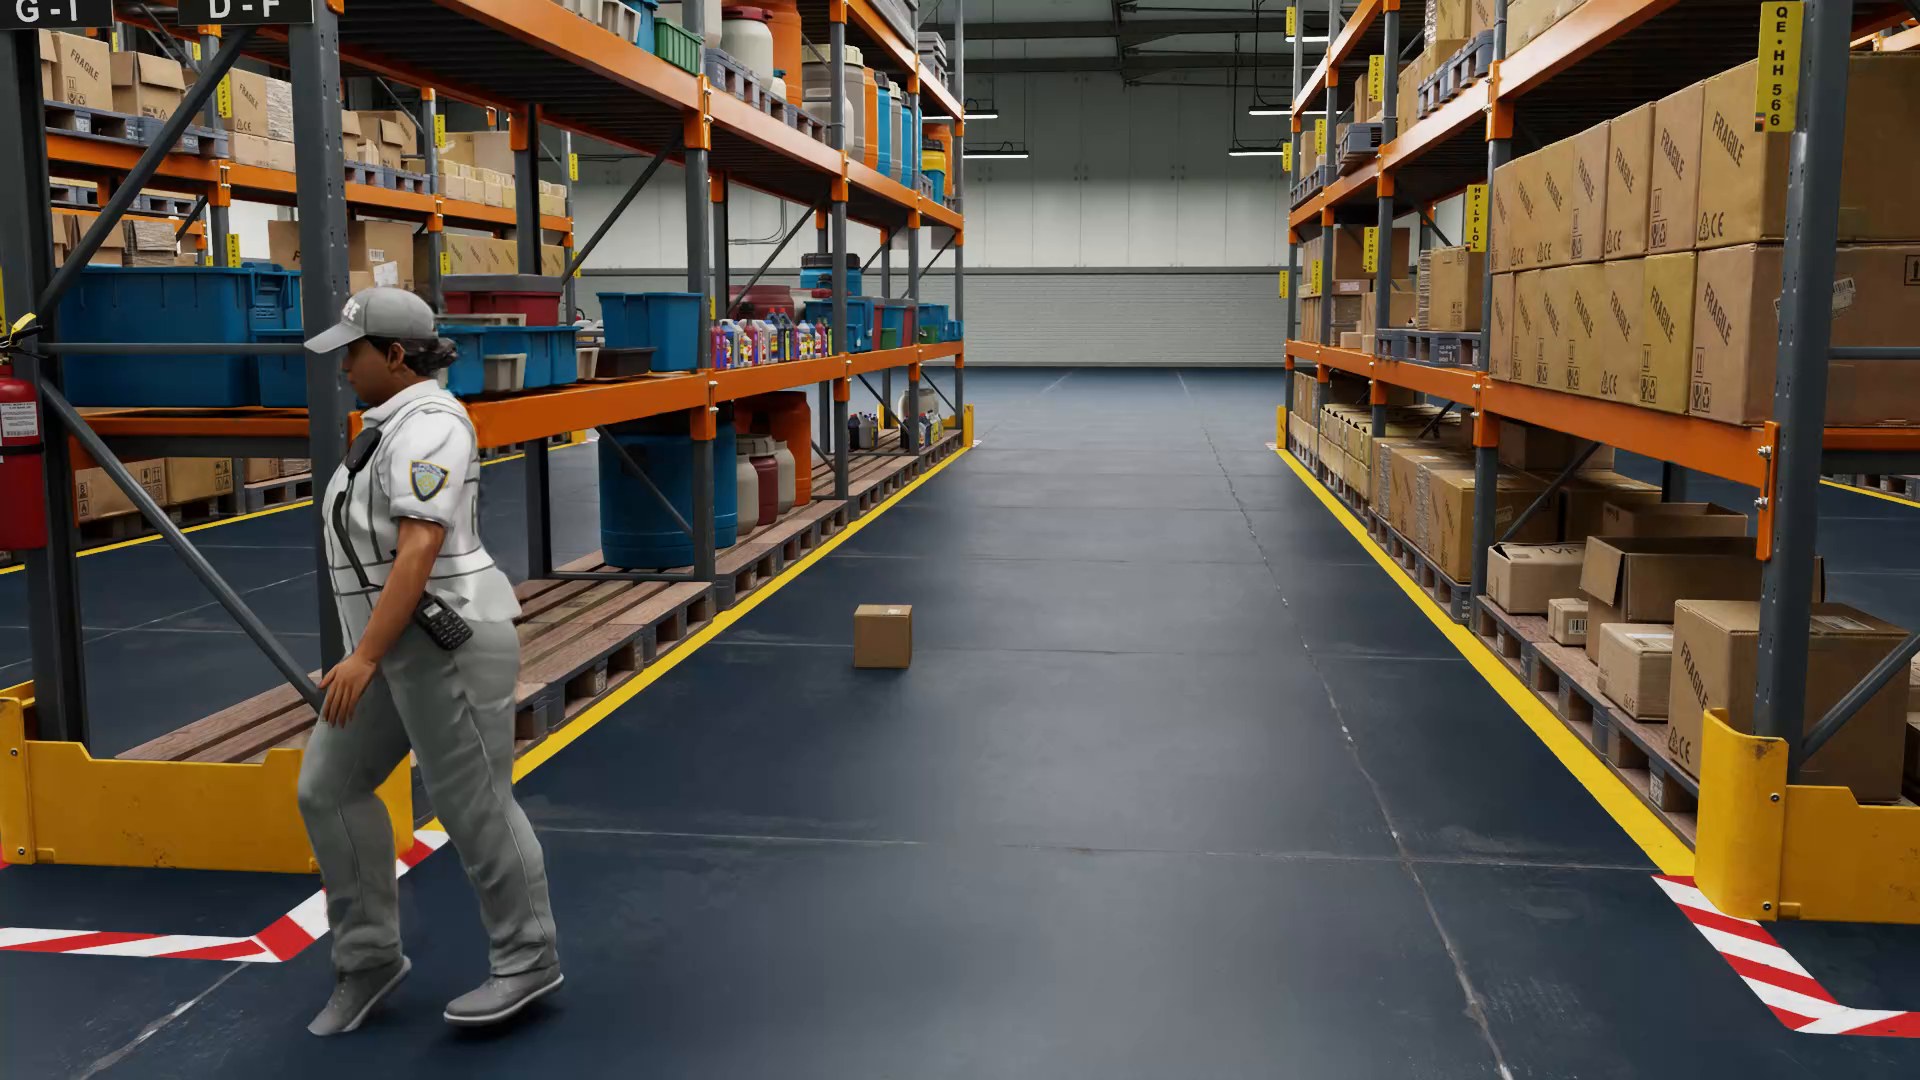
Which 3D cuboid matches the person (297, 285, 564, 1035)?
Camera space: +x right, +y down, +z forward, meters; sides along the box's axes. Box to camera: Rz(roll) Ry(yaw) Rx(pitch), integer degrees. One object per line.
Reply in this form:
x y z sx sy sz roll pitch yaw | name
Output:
-1.233 0.299 3.757 0.562 1.731 0.553 -5 9 -32 | person
